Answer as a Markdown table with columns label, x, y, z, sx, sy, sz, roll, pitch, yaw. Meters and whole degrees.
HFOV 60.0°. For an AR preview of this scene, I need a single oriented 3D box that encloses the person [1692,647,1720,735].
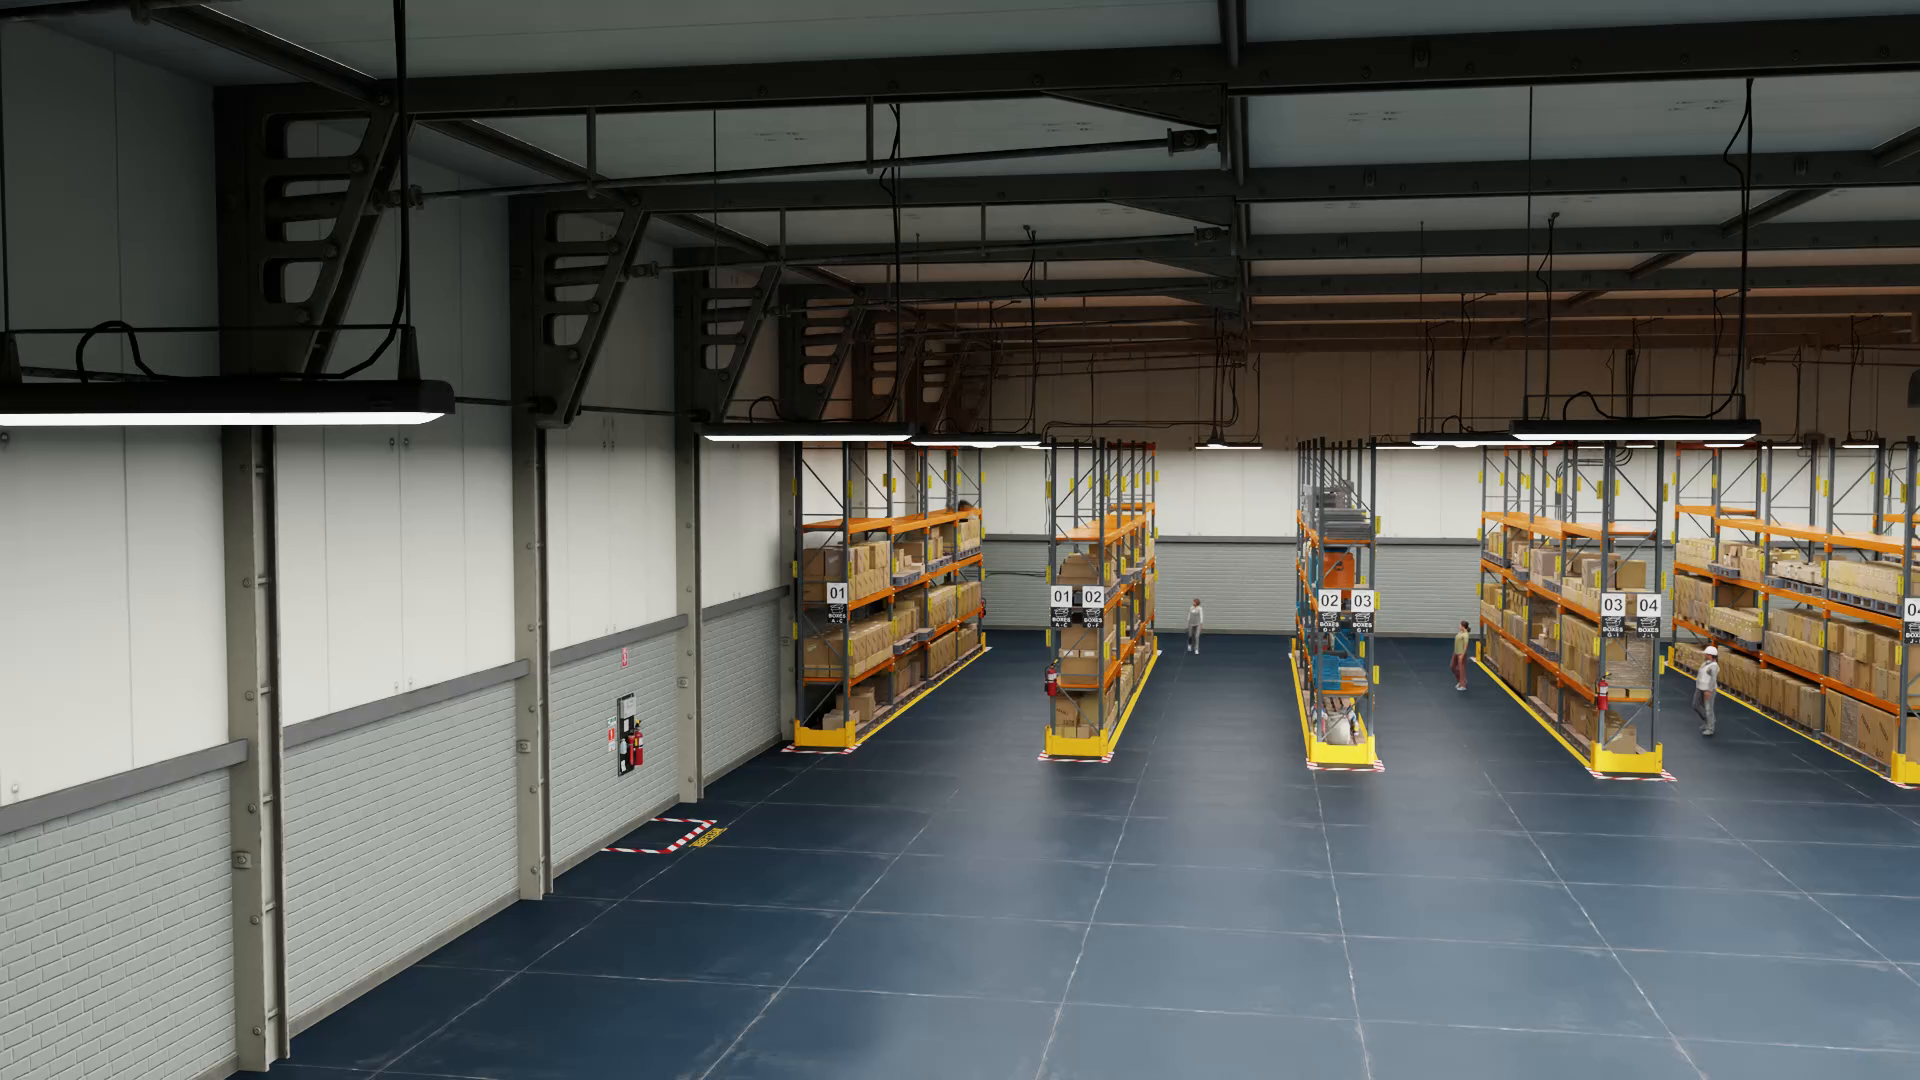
| label | x | y | z | sx | sy | sz | roll | pitch | yaw |
| --- | --- | --- | --- | --- | --- | --- | --- | --- | --- |
| person | 15.200 | 3.042 | 33.805 | 0.451 | 1.773 | 0.617 | 0 | 3 | -7 |

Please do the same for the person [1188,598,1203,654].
| label | x | y | z | sx | sy | sz | roll | pitch | yaw |
| --- | --- | --- | --- | --- | --- | --- | --- | --- | --- |
| person | 6.657 | 2.429 | 47.111 | 0.420 | 1.587 | 0.504 | 0 | 3 | 5 |

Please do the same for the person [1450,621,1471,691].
| label | x | y | z | sx | sy | sz | roll | pitch | yaw |
| --- | --- | --- | --- | --- | --- | --- | --- | --- | --- |
| person | 12.072 | 2.767 | 40.048 | 0.426 | 1.672 | 0.543 | -1 | 3 | -12 |
